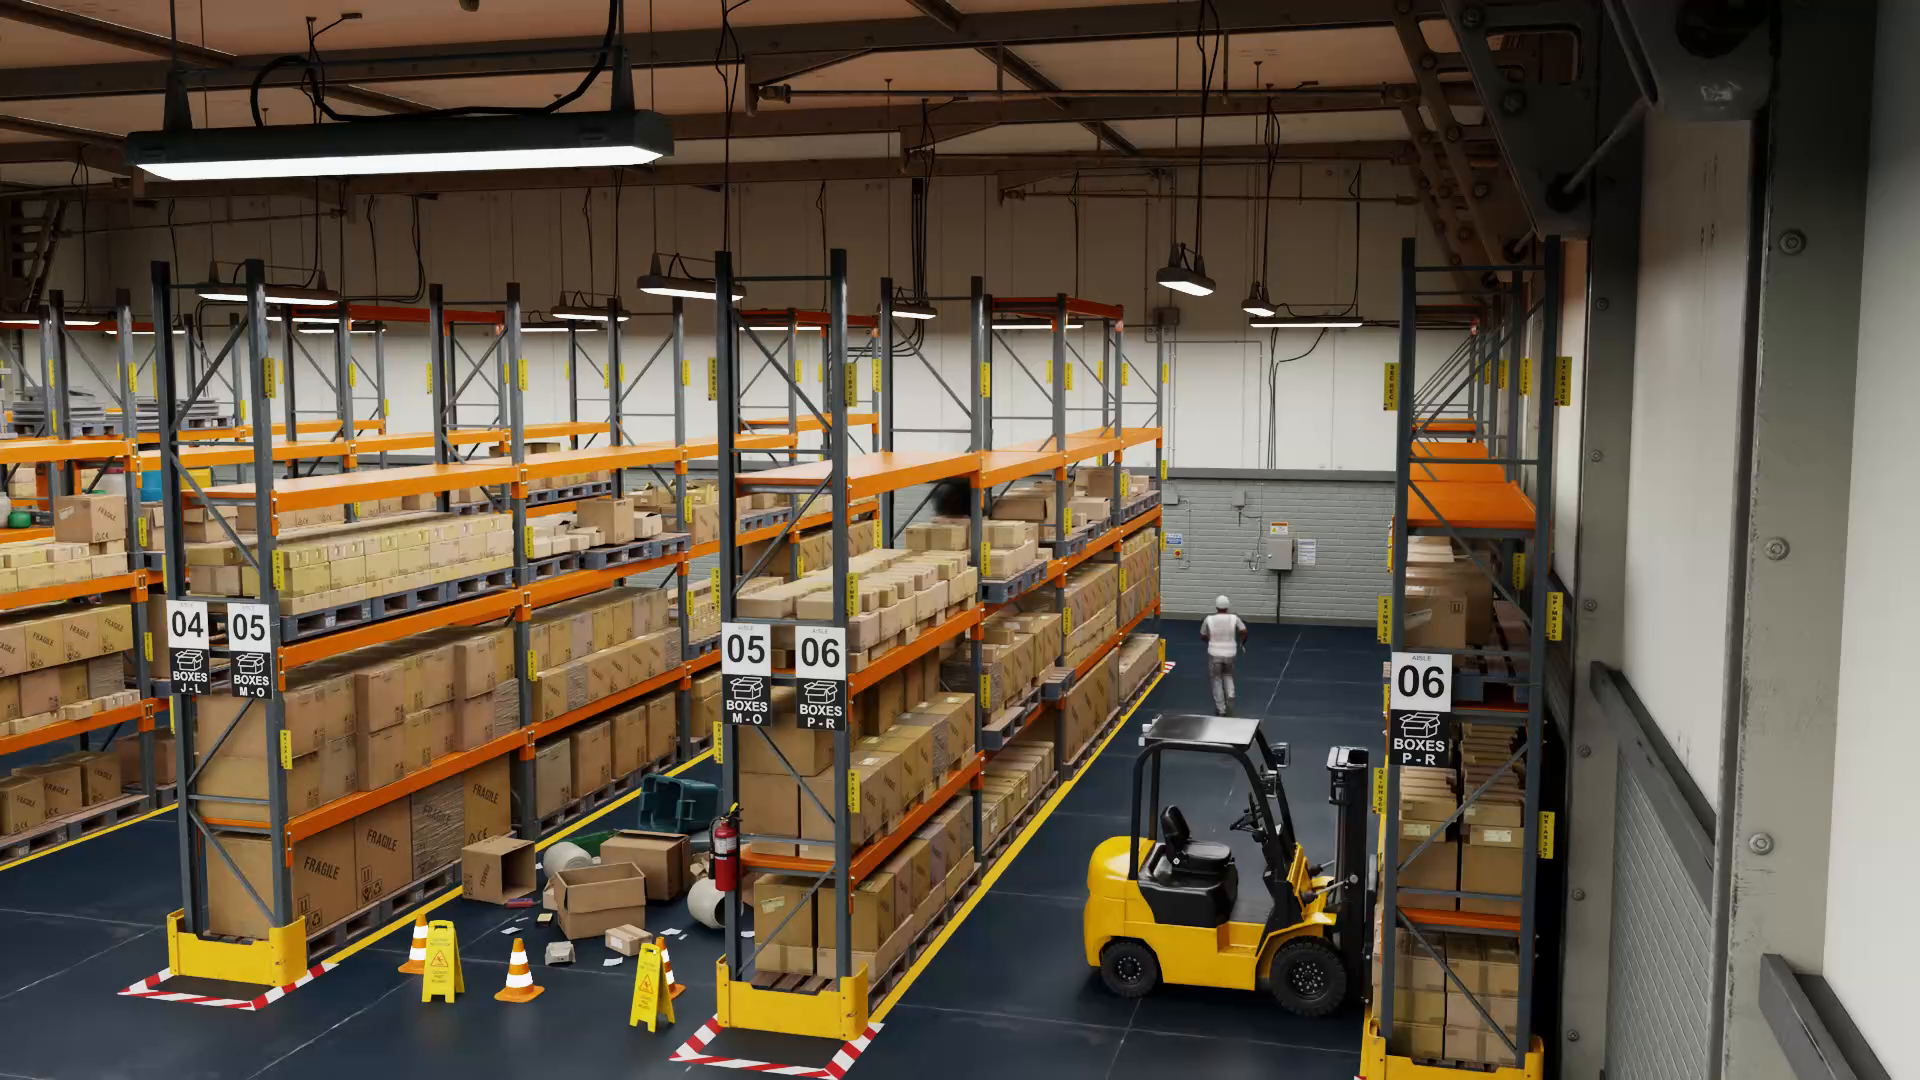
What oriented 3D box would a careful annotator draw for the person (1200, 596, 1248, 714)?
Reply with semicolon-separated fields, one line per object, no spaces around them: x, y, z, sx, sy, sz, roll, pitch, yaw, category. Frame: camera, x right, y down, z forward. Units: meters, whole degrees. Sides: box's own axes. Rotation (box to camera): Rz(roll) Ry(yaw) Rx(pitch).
3.889;1.677;24.654;0.667;1.741;0.638;0;6;0;person

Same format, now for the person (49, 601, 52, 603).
-14.624;1.532;26.506;0.656;1.671;0.606;2;6;15;person
